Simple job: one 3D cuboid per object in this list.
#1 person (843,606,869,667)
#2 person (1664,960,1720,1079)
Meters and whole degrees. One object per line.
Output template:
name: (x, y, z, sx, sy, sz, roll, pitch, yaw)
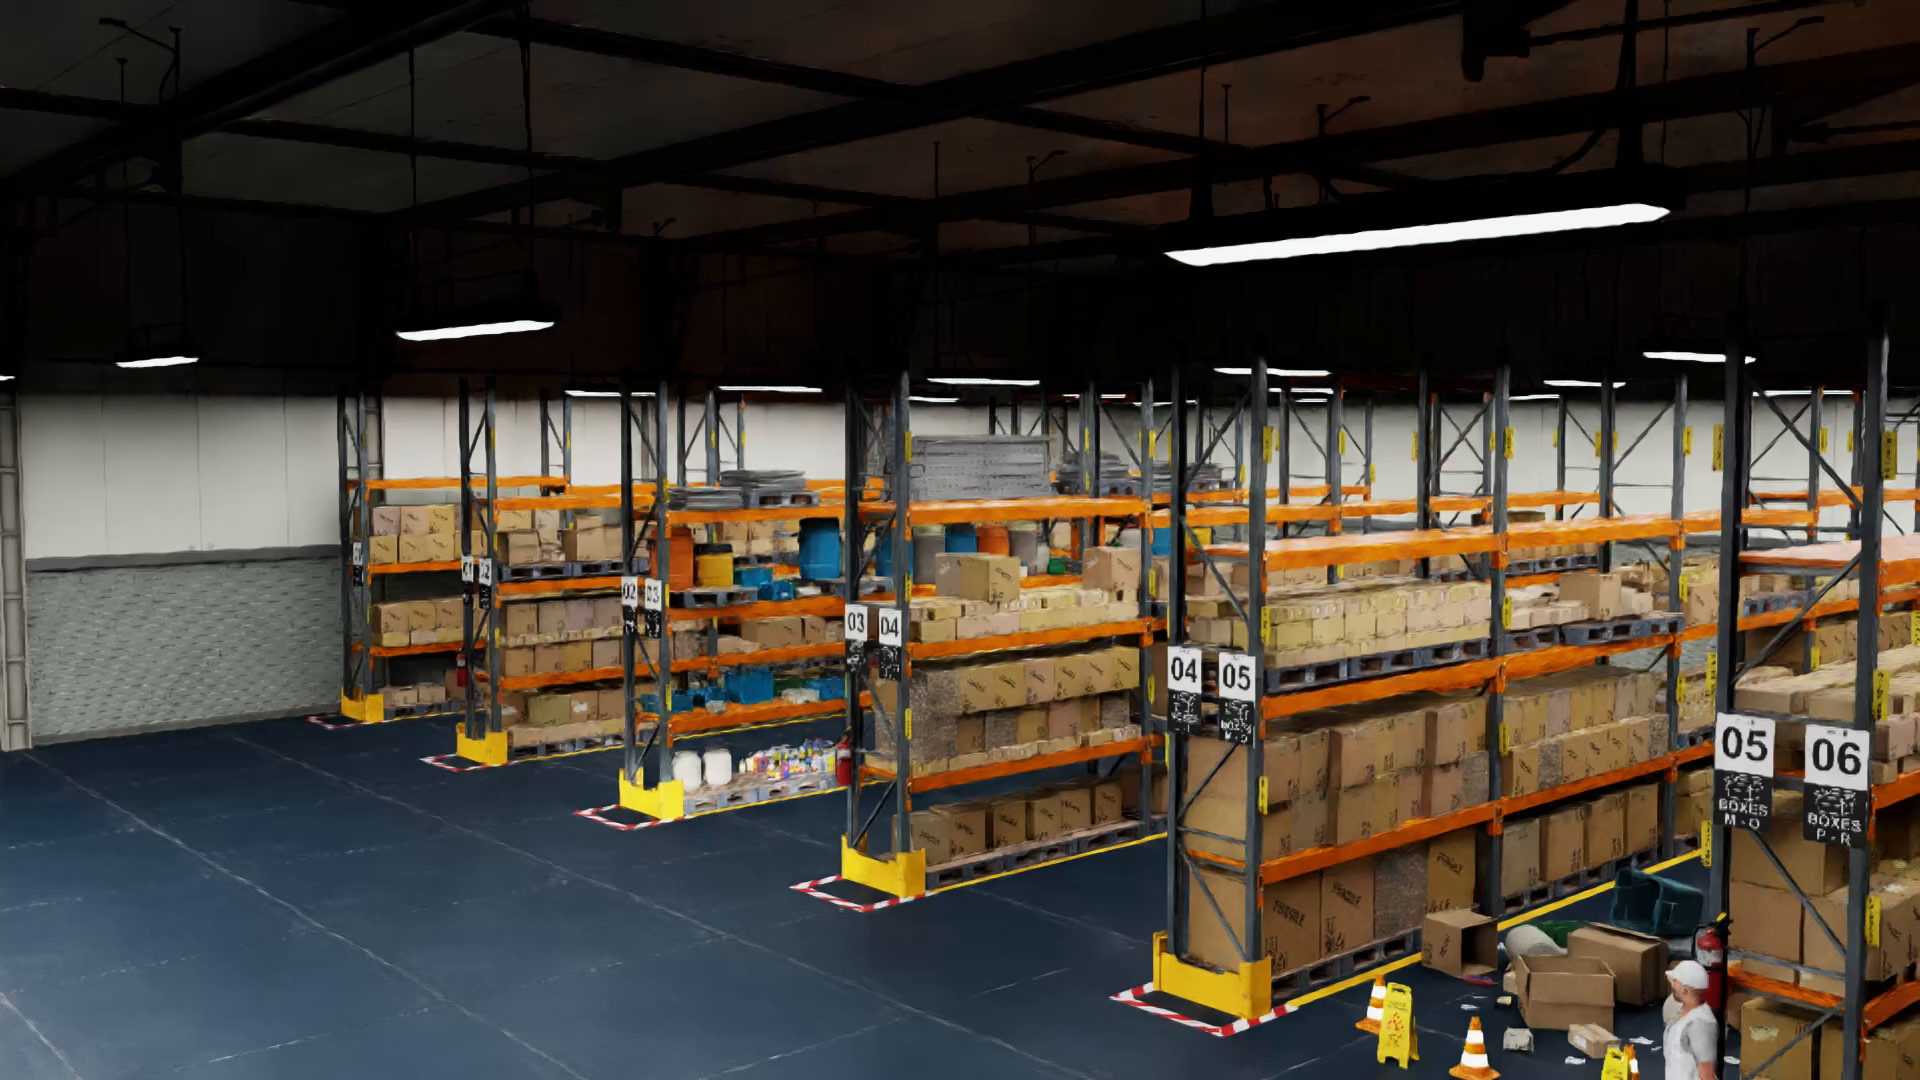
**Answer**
person: (-2.311, 2.067, 35.396, 1.038, 1.514, 0.419, -4, 5, -44)
person: (4.664, 3.571, 10.546, 0.369, 1.781, 0.632, 1, 4, 16)
